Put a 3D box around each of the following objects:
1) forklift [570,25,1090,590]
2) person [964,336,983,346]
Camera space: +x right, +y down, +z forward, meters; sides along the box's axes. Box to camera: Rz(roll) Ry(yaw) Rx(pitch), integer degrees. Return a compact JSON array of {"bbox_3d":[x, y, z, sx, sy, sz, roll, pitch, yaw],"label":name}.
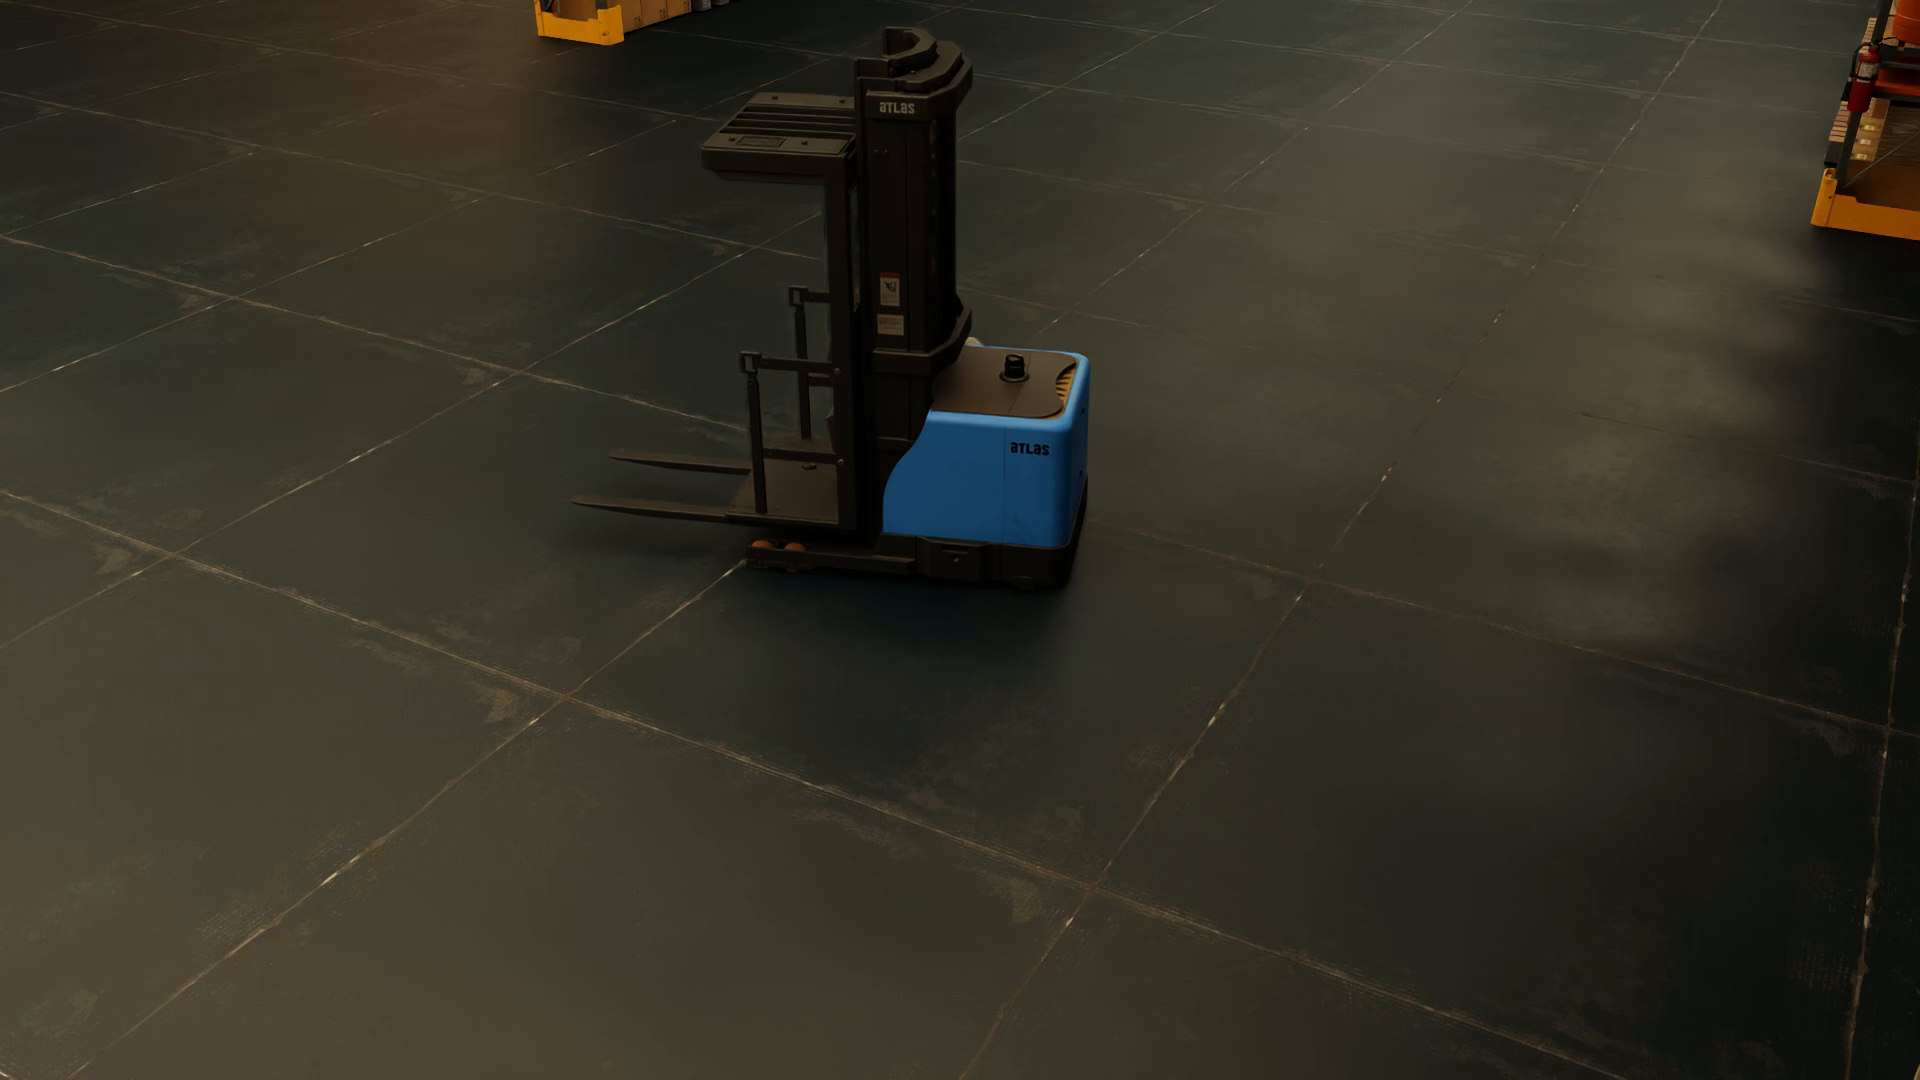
[{"bbox_3d":[-0.790,-1.335,9.384,3.031,2.935,1.130,5,30,9],"label":"forklift"},{"bbox_3d":[-0.200,-1.379,11.010,0.600,1.447,0.765,-16,34,-26],"label":"person"}]
